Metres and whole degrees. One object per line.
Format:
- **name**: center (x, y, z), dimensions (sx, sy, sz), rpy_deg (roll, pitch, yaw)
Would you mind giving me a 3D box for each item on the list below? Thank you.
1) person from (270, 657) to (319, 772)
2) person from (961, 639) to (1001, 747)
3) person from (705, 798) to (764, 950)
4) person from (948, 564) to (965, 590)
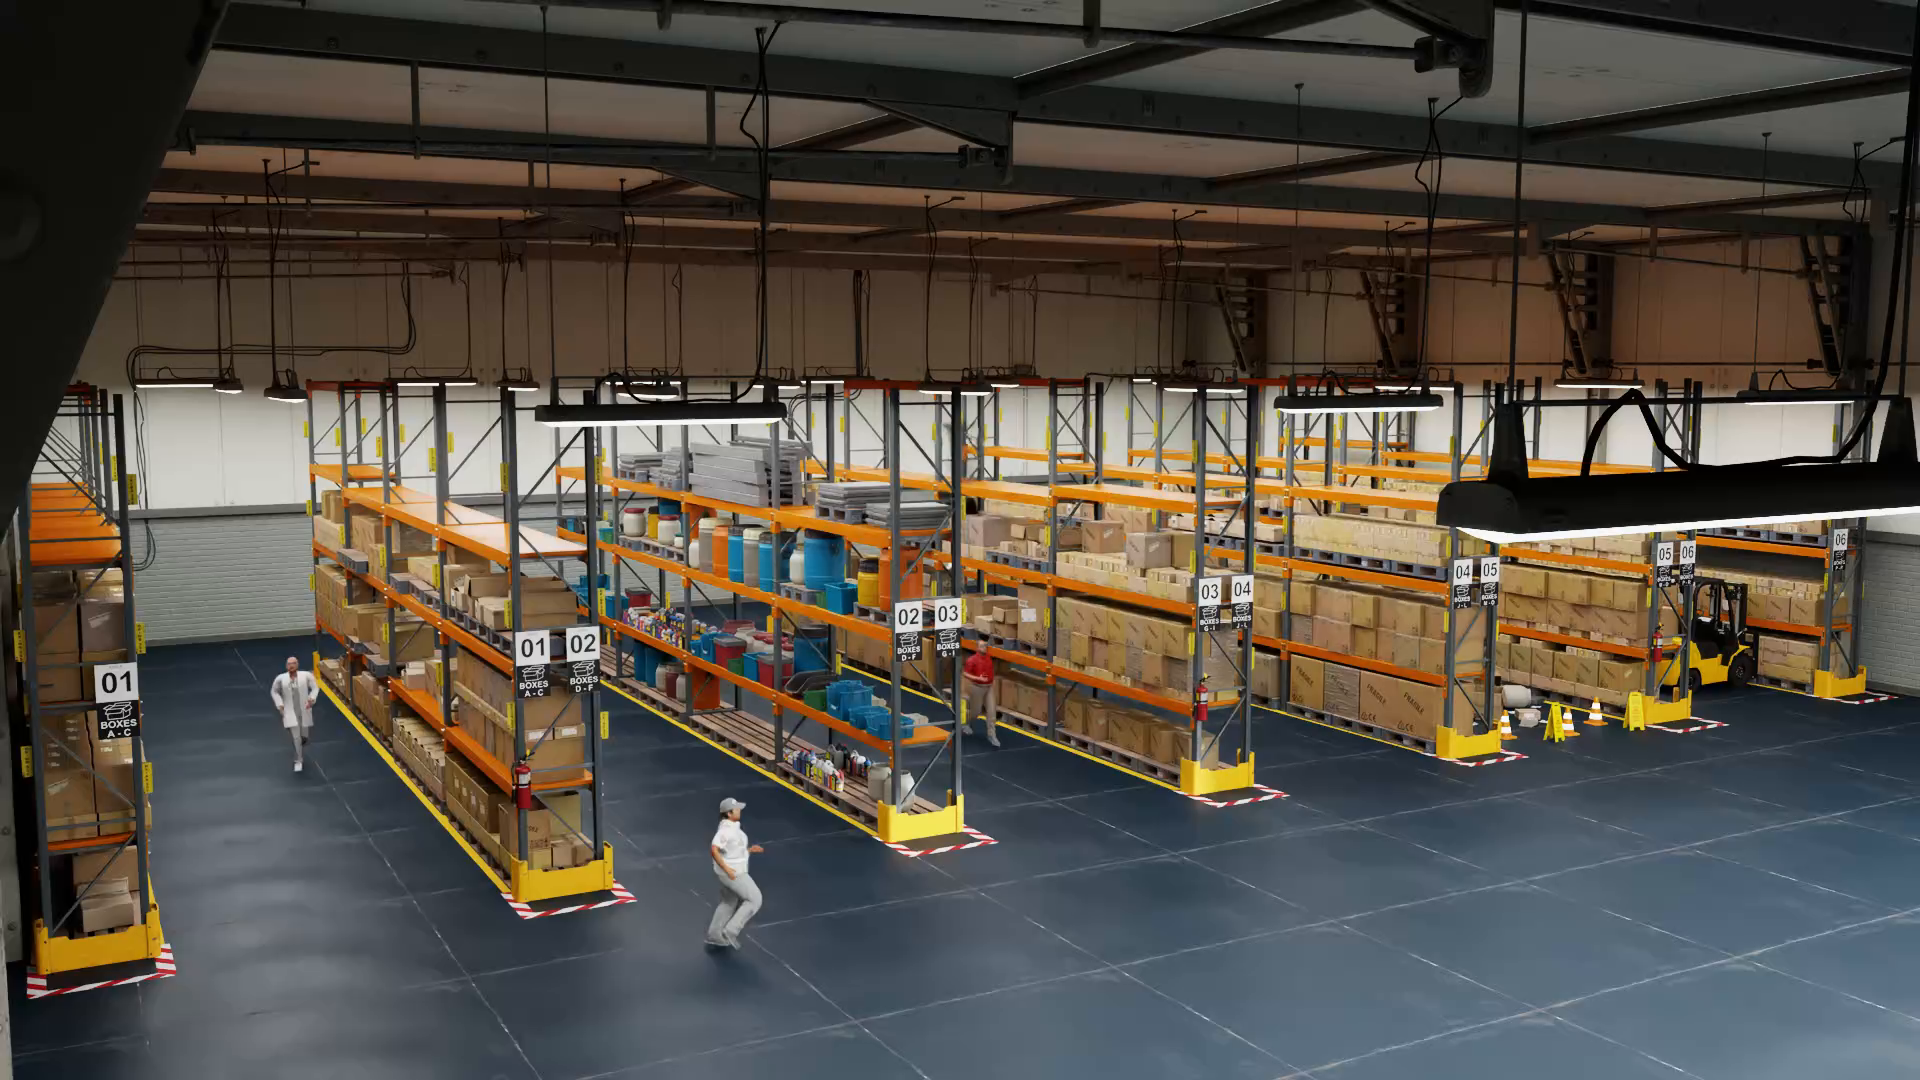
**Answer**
- **person**: center (-10.409, 2.723, 26.062), dimensions (0.701, 1.722, 0.691), rpy_deg (-3, 7, -26)
- **person**: center (0.344, 2.522, 27.788), dimensions (0.662, 1.743, 0.970), rpy_deg (-4, 7, -33)
- **person**: center (-2.432, 3.602, 17.970), dimensions (0.643, 1.650, 0.587), rpy_deg (-2, 6, -15)
- **person**: center (-0.159, 1.402, 38.343), dimensions (0.653, 1.729, 0.579), rpy_deg (-3, 7, -29)
